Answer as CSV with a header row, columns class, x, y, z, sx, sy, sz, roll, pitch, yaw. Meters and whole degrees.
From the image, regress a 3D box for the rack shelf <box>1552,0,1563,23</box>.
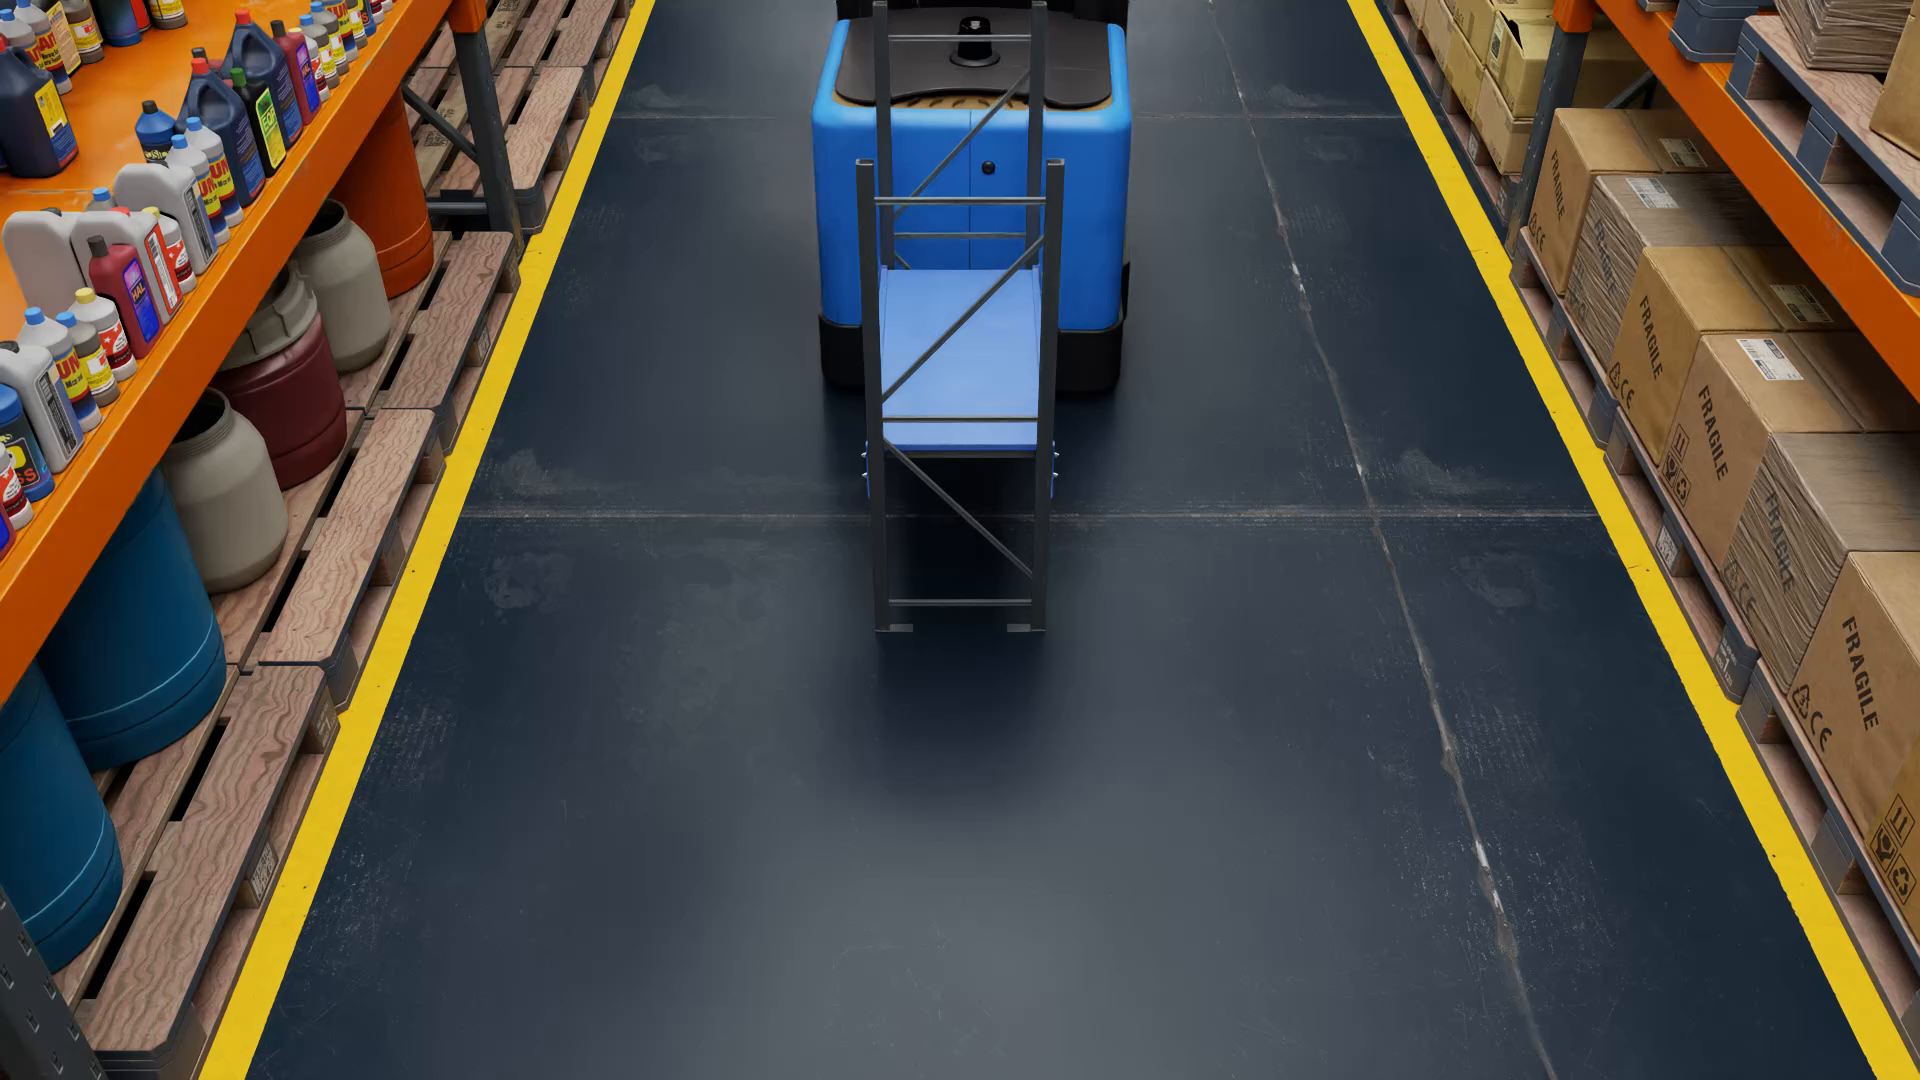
class,x,y,z,sx,sy,sz,roll,pitch,yaw
rack shelf,2.695,-3.281,7.521,1.077,0.370,4.000,0,39,0

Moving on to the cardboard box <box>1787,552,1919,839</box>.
class,x,y,z,sx,sy,sz,roll,pitch,yaw
cardboard box,2.422,0.376,4.029,0.500,0.500,0.500,0,39,0

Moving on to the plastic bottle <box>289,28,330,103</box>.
class,x,y,z,sx,sy,sz,roll,pitch,yaw
plastic bottle,-1.846,-1.337,4.679,0.097,0.201,0.097,0,39,0

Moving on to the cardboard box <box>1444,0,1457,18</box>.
class,x,y,z,sx,sy,sz,roll,pitch,yaw
cardboard box,2.445,-2.589,7.497,0.500,0.311,0.500,0,39,0

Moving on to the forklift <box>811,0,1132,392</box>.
class,x,y,z,sx,sy,sz,roll,pitch,yaw
forklift,0.095,-2.560,6.101,1.130,2.935,3.031,1,39,2

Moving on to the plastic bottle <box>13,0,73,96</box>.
class,x,y,z,sx,sy,sz,roll,pitch,yaw
plastic bottle,-2.605,-1.399,4.700,0.097,0.271,0.097,0,39,0

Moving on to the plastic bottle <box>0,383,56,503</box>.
class,x,y,z,sx,sy,sz,roll,pitch,yaw
plastic bottle,-1.844,-0.204,3.209,0.097,0.271,0.097,0,39,0

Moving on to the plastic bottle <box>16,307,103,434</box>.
class,x,y,z,sx,sy,sz,roll,pitch,yaw
plastic bottle,-1.845,-0.350,3.390,0.097,0.271,0.097,0,39,0

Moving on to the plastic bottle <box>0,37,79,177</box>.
class,x,y,z,sx,sy,sz,roll,pitch,yaw
plastic bottle,-2.429,-1.137,4.310,0.144,0.351,0.185,0,39,0

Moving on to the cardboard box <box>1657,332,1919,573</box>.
class,x,y,z,sx,sy,sz,roll,pitch,yaw
cardboard box,2.419,-0.255,4.817,0.500,0.500,0.500,-1,39,-2

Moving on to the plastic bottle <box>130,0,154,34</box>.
class,x,y,z,sx,sy,sz,roll,pitch,yaw
plastic bottle,-2.579,-1.701,5.074,0.152,0.276,0.135,0,39,0

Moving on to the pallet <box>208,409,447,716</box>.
class,x,y,z,sx,sy,sz,roll,pitch,yaw
pallet,-2.215,0.032,5.041,1.003,0.211,1.213,0,39,0

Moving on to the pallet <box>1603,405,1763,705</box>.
class,x,y,z,sx,sy,sz,roll,pitch,yaw
pallet,2.659,0.005,5.075,1.003,0.211,1.213,0,39,0

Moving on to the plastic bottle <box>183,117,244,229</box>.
class,x,y,z,sx,sy,sz,roll,pitch,yaw
plastic bottle,-1.846,-0.906,4.084,0.097,0.271,0.097,0,39,0

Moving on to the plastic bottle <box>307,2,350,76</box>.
class,x,y,z,sx,sy,sz,roll,pitch,yaw
plastic bottle,-1.847,-1.459,4.831,0.097,0.201,0.097,0,39,0

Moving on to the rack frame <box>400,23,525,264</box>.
class,x,y,z,sx,sy,sz,roll,pitch,yaw
rack frame,-2.256,-2.310,5.734,1.000,3.000,0.127,0,39,0

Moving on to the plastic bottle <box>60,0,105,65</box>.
class,x,y,z,sx,sy,sz,roll,pitch,yaw
plastic bottle,-2.606,-1.516,4.902,0.097,0.201,0.097,0,39,0

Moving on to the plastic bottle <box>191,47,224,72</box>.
class,x,y,z,sx,sy,sz,roll,pitch,yaw
plastic bottle,-1.972,-1.181,4.419,0.061,0.283,0.133,0,39,0

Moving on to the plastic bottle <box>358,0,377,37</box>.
class,x,y,z,sx,sy,sz,roll,pitch,yaw
plastic bottle,-1.847,-1.669,5.037,0.097,0.271,0.097,0,39,0

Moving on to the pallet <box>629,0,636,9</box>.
class,x,y,z,sx,sy,sz,roll,pitch,yaw
pallet,-2.221,-3.232,9.115,1.003,0.211,1.213,0,39,0

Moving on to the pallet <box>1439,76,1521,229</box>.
class,x,y,z,sx,sy,sz,roll,pitch,yaw
pallet,2.735,-1.738,7.250,1.003,0.211,1.213,0,39,0

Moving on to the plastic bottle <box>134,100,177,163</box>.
class,x,y,z,sx,sy,sz,roll,pitch,yaw
plastic bottle,-1.990,-0.966,4.160,0.097,0.271,0.097,0,39,0

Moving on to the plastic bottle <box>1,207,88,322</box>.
class,x,y,z,sx,sy,sz,roll,pitch,yaw
plastic bottle,-2.025,-0.629,3.735,0.152,0.276,0.135,0,39,0

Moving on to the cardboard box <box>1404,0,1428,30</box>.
class,x,y,z,sx,sy,sz,roll,pitch,yaw
cardboard box,2.447,-2.689,8.070,0.500,0.250,0.500,1,39,1

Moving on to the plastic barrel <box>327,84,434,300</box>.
class,x,y,z,sx,sy,sz,roll,pitch,yaw
plastic barrel,-2.239,-1.321,5.900,0.600,0.830,0.708,0,39,0

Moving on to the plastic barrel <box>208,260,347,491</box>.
class,x,y,z,sx,sy,sz,roll,pitch,yaw
plastic barrel,-2.237,-0.521,5.094,0.600,0.588,0.708,0,39,0

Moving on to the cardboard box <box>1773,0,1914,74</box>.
class,x,y,z,sx,sy,sz,roll,pitch,yaw
cardboard box,2.621,-1.548,4.368,0.700,0.500,0.500,7,39,8

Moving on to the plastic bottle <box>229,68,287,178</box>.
class,x,y,z,sx,sy,sz,roll,pitch,yaw
plastic bottle,-1.828,-1.098,4.315,0.061,0.283,0.133,0,39,0

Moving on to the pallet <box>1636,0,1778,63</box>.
class,x,y,z,sx,sy,sz,roll,pitch,yaw
pallet,2.768,-1.813,5.267,1.213,0.211,1.003,0,39,0

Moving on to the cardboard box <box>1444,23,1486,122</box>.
class,x,y,z,sx,sy,sz,roll,pitch,yaw
cardboard box,2.448,-2.053,7.277,0.500,0.250,0.500,0,39,-1

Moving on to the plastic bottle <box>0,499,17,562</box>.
class,x,y,z,sx,sy,sz,roll,pitch,yaw
plastic bottle,-1.826,-0.076,3.040,0.061,0.283,0.133,0,39,0

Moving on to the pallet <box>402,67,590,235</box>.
class,x,y,z,sx,sy,sz,roll,pitch,yaw
pallet,-2.218,-1.706,7.210,1.003,0.211,1.213,0,39,0

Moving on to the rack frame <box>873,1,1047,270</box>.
class,x,y,z,sx,sy,sz,roll,pitch,yaw
rack frame,-0.001,-0.956,5.244,0.500,1.500,0.032,0,39,0

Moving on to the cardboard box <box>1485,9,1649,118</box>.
class,x,y,z,sx,sy,sz,roll,pitch,yaw
cardboard box,2.450,-1.948,6.697,0.500,0.311,0.500,1,39,1

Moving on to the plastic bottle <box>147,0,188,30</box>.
class,x,y,z,sx,sy,sz,roll,pitch,yaw
plastic bottle,-2.454,-1.684,5.112,0.097,0.201,0.097,0,39,0

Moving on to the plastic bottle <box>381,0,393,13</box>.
class,x,y,z,sx,sy,sz,roll,pitch,yaw
plastic bottle,-1.847,-1.763,5.211,0.097,0.201,0.097,0,39,0

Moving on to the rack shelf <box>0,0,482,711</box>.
class,x,y,z,sx,sy,sz,roll,pitch,yaw
rack shelf,-2.254,-0.779,4.398,1.077,0.370,4.000,0,39,0

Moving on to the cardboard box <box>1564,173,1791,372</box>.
class,x,y,z,sx,sy,sz,roll,pitch,yaw
cardboard box,2.418,-0.895,5.616,0.500,0.500,0.500,-1,39,-2

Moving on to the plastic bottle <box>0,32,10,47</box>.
class,x,y,z,sx,sy,sz,roll,pitch,yaw
plastic bottle,-2.623,-1.271,4.531,0.061,0.283,0.133,0,39,0

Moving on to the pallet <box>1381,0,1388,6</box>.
class,x,y,z,sx,sy,sz,roll,pitch,yaw
pallet,2.732,-3.264,9.154,1.003,0.211,1.213,0,39,0

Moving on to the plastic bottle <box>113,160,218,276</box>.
class,x,y,z,sx,sy,sz,roll,pitch,yaw
plastic bottle,-1.873,-0.774,3.916,0.152,0.276,0.135,0,39,0

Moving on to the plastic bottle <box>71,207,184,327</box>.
class,x,y,z,sx,sy,sz,roll,pitch,yaw
plastic bottle,-1.872,-0.629,3.735,0.152,0.276,0.135,0,39,0

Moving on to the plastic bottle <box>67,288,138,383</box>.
class,x,y,z,sx,sy,sz,roll,pitch,yaw
plastic bottle,-1.845,-0.444,3.564,0.097,0.201,0.097,0,39,0

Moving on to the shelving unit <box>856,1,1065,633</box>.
class,x,y,z,sx,sy,sz,roll,pitch,yaw
shelving unit,0.000,-0.639,4.848,0.538,1.500,1.048,0,39,0

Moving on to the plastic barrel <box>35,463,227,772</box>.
class,x,y,z,sx,sy,sz,roll,pitch,yaw
plastic barrel,-2.236,0.063,4.115,0.600,0.901,0.708,0,39,0
